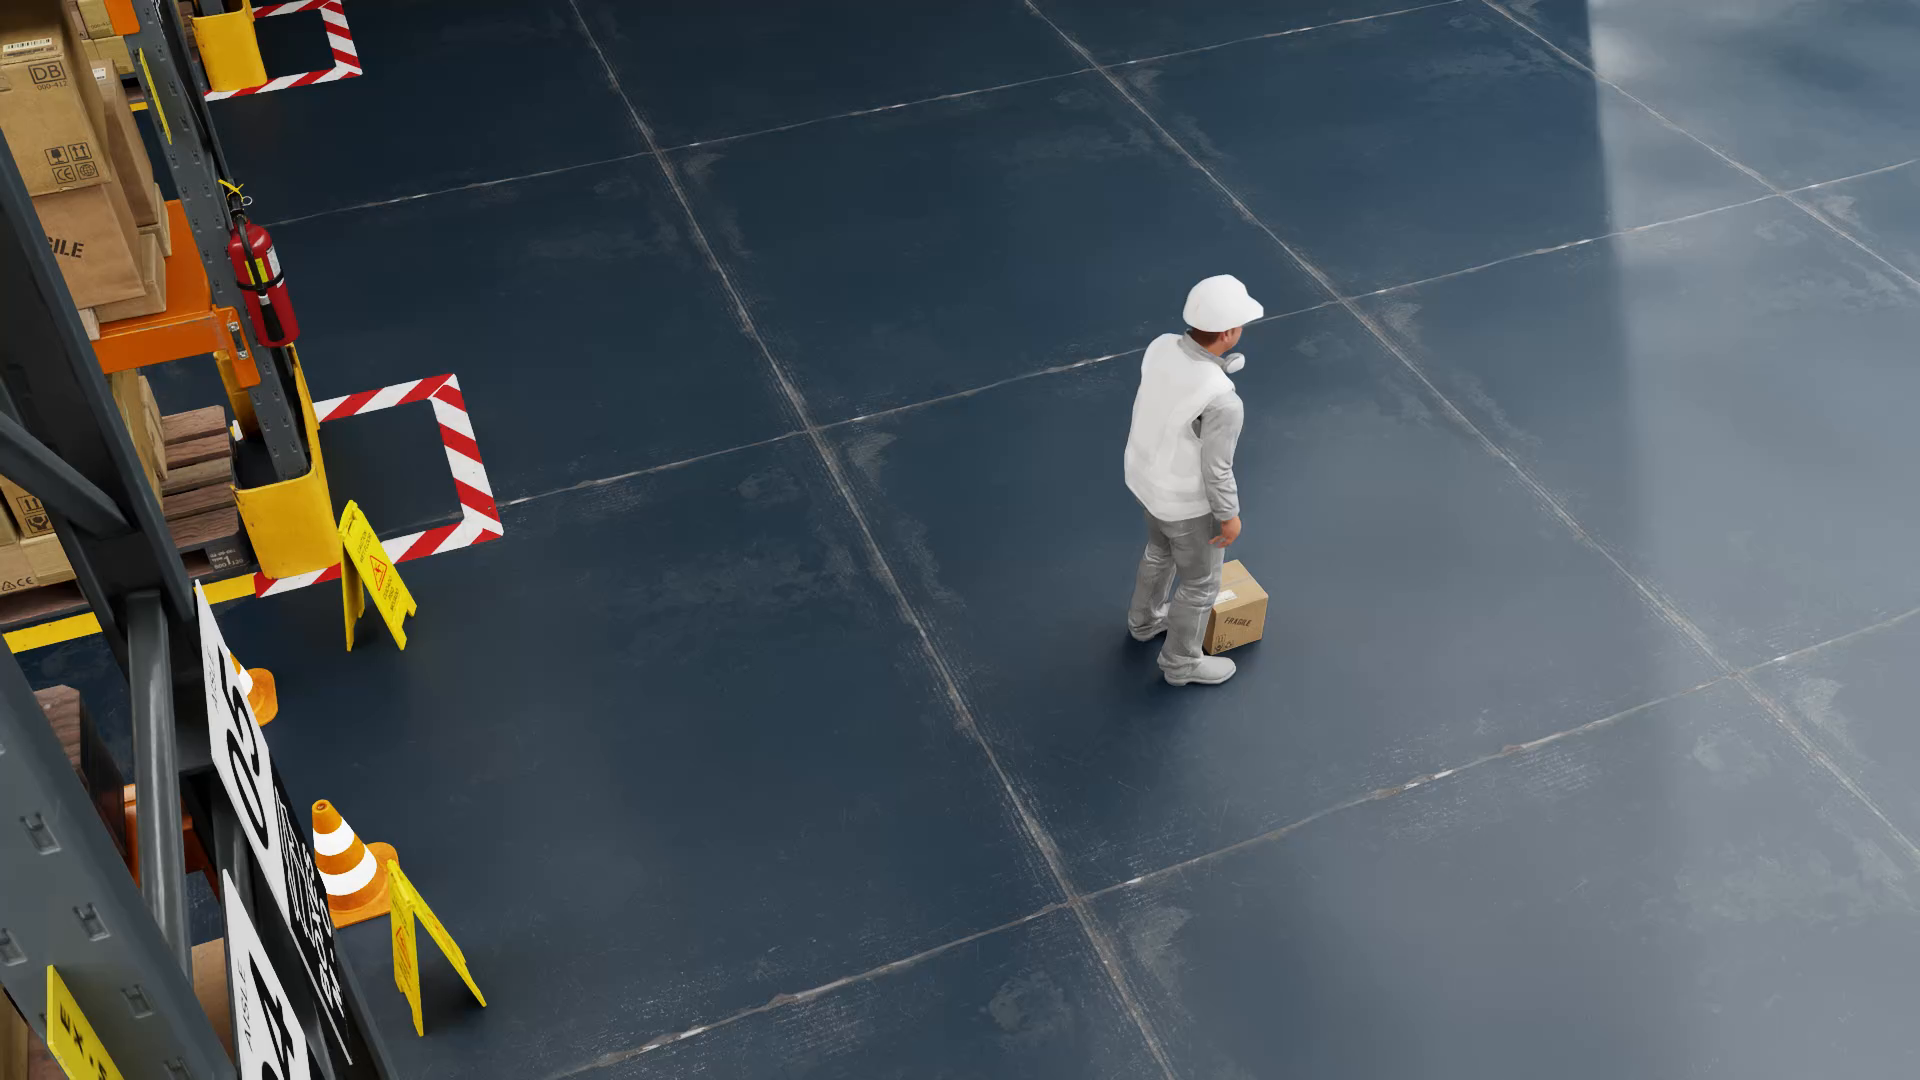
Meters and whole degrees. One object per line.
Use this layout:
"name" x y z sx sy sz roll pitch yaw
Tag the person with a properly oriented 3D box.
"person" 0.872 -0.223 6.391 0.462 1.772 0.589 -17 44 -18
